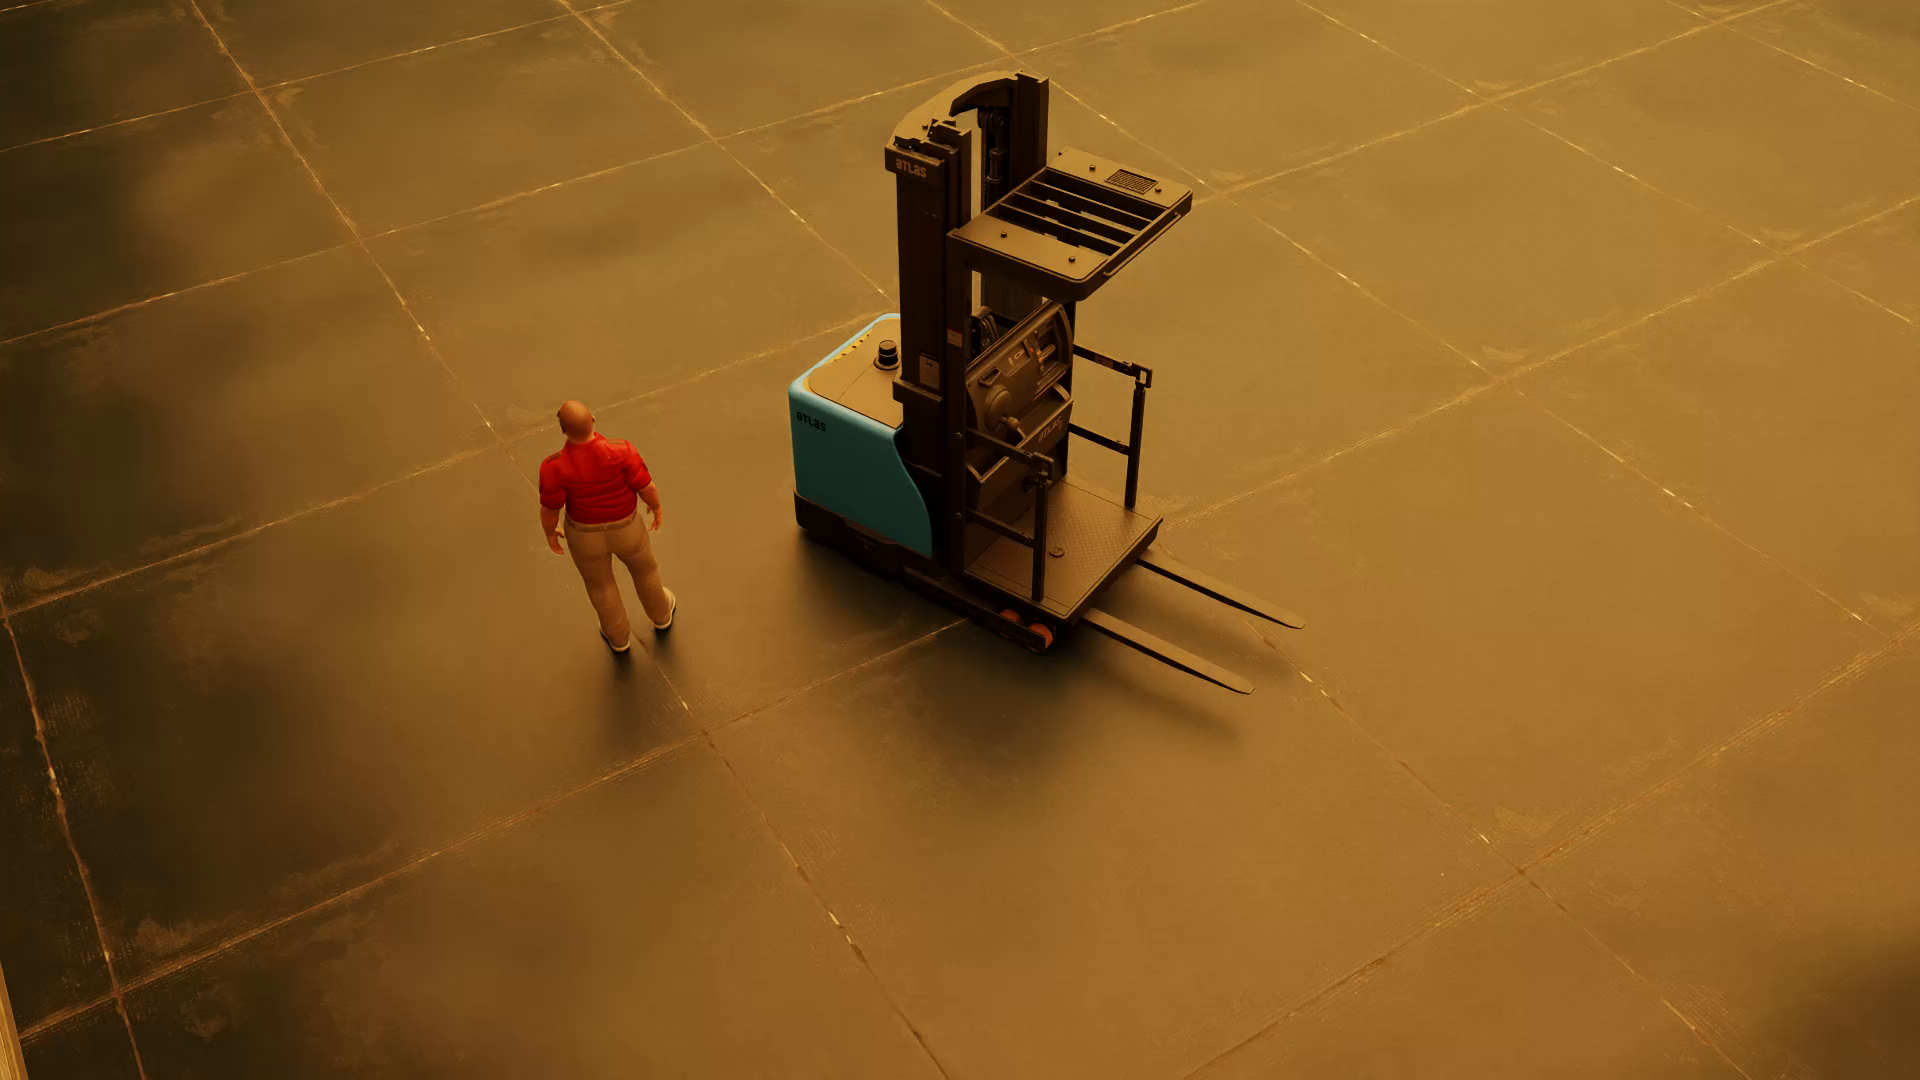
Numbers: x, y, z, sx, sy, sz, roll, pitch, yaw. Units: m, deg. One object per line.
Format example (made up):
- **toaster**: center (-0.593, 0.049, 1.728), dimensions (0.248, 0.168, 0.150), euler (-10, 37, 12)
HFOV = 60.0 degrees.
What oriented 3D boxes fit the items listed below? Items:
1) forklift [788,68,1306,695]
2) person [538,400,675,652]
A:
- **forklift**: center (0.496, -0.872, 8.869), dimensions (3.031, 2.935, 1.130), euler (25, 47, 26)
- **person**: center (-1.910, -0.120, 8.911), dimensions (0.640, 1.727, 0.551), euler (-12, 42, -13)
